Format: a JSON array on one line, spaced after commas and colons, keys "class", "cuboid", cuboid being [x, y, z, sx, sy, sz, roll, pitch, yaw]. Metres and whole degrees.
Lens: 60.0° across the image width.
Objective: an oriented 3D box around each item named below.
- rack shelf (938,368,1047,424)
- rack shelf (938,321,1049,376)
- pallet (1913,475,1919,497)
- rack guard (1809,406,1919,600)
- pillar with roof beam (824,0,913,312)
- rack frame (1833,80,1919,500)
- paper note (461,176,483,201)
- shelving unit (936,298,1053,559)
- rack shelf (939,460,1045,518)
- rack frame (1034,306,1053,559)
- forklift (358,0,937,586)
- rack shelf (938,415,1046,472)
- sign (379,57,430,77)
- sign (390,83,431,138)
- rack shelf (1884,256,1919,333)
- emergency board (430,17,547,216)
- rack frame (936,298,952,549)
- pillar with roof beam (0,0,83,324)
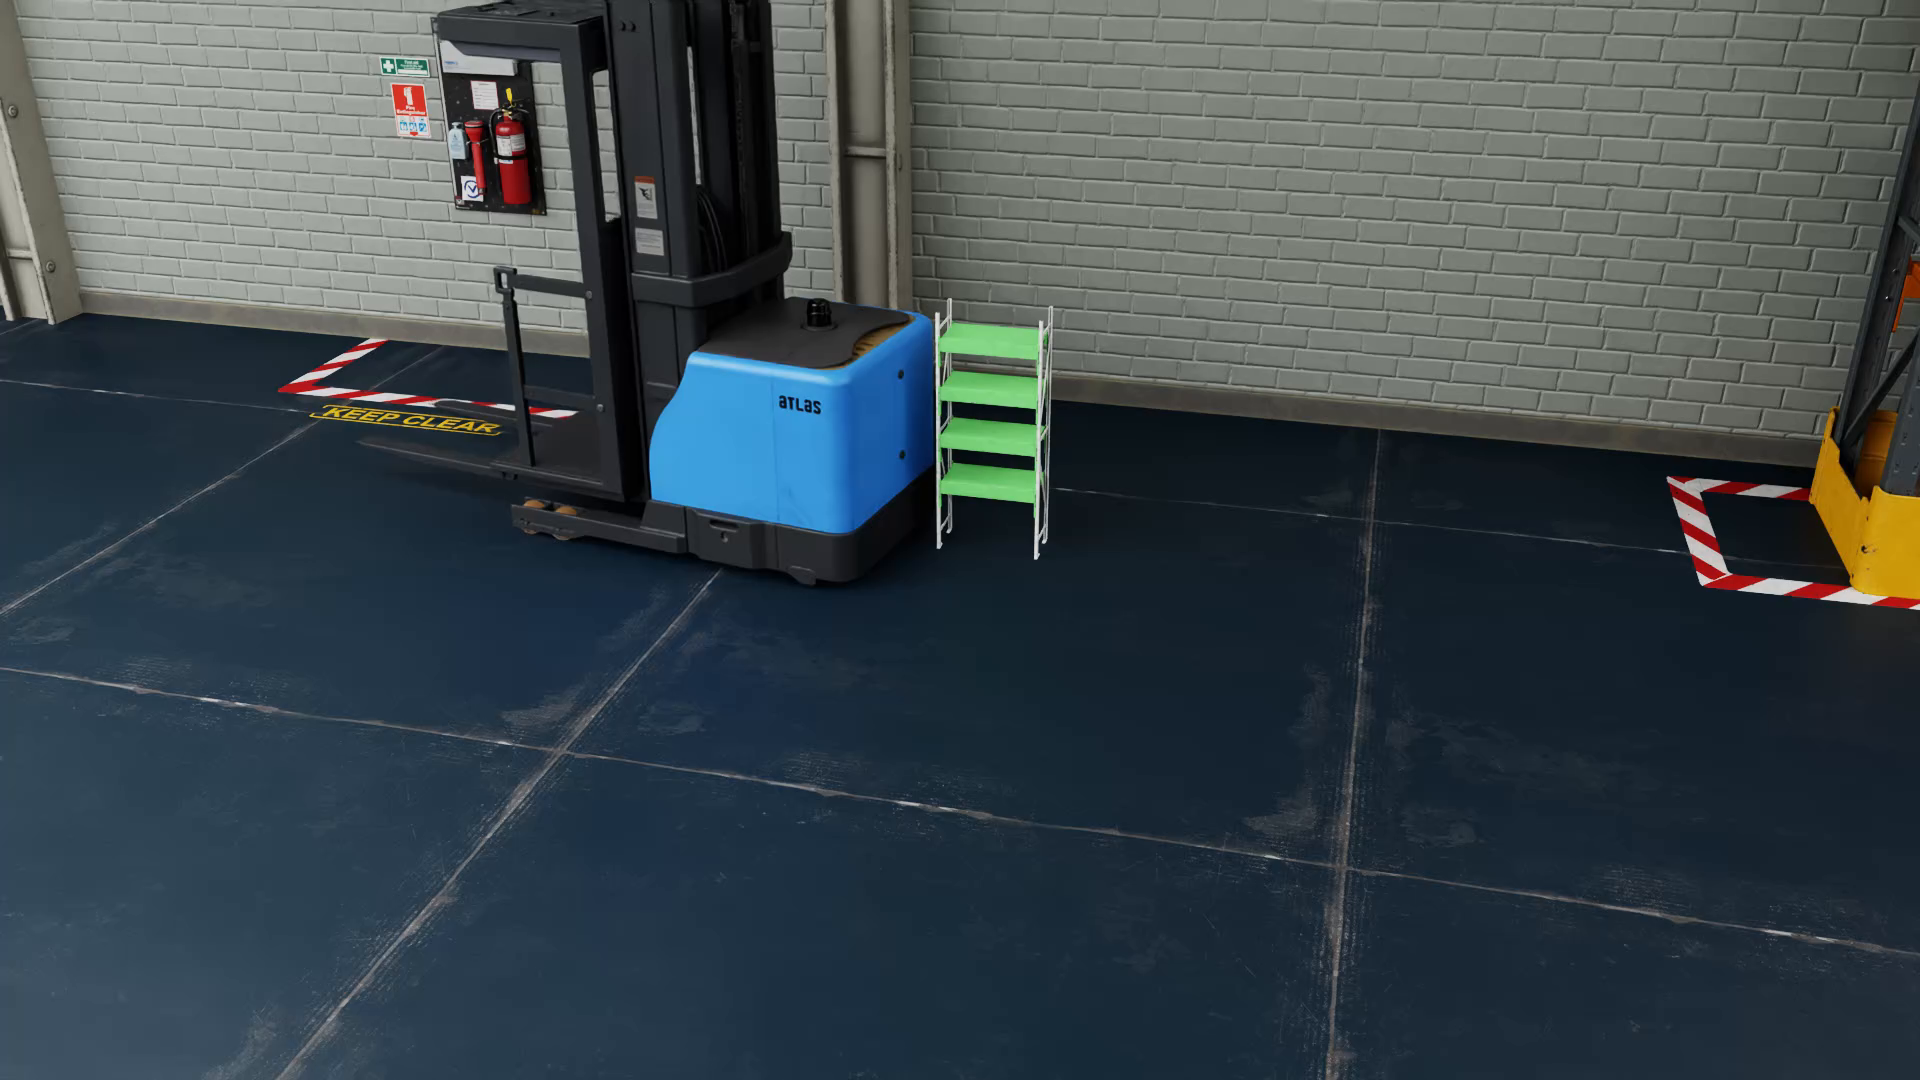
[{"class": "rack shelf", "cuboid": [0.160, -0.683, 7.879, 0.480, 0.148, 0.258, 6, 26, 13]}, {"class": "rack shelf", "cuboid": [0.160, -0.900, 7.776, 0.480, 0.148, 0.258, 6, 26, 13]}, {"class": "pallet", "cuboid": [5.254, 0.029, 7.944, 1.213, 0.211, 1.003, 6, 26, 13]}, {"class": "rack guard", "cuboid": [4.476, -0.203, 8.095, 0.348, 0.500, 1.175, 6, 26, 13]}, {"class": "pillar with roof beam", "cuboid": [-1.587, -3.184, 4.469, 0.400, 9.000, 9.100, 6, 26, 13]}, {"class": "rack frame", "cuboid": [4.403, -1.340, 7.575, 0.127, 3.000, 1.000, 6, 26, 13]}, {"class": "paper note", "cuboid": [-3.053, -2.198, 10.402, 0.142, 0.148, 0.016, 6, 26, 13]}, {"class": "shelving unit", "cuboid": [0.160, -0.524, 7.955, 0.503, 1.200, 0.258, 6, 26, 13]}, {"class": "rack shelf", "cuboid": [0.160, -0.250, 8.085, 0.480, 0.148, 0.258, 6, 26, 13]}, {"class": "rack frame", "cuboid": [0.397, -0.498, 7.900, 0.015, 1.200, 0.240, 6, 26, 13]}, {"class": "forklift", "cuboid": [-1.681, -1.515, 8.022, 3.031, 2.935, 1.130, 11, 27, 21]}, {"class": "rack shelf", "cuboid": [0.160, -0.466, 7.982, 0.480, 0.148, 0.258, 6, 26, 13]}, {"class": "sign", "cuboid": [-3.406, -2.901, 10.196, 0.331, 0.109, 0.001, 6, 26, 13]}, {"class": "sign", "cuboid": [-3.408, -2.666, 10.319, 0.234, 0.329, 0.001, 6, 26, 13]}, {"class": "rack shelf", "cuboid": [6.340, -0.801, 7.280, 4.000, 0.370, 1.077, 6, 26, 13]}, {"class": "emergency board", "cuboid": [-2.899, -2.548, 10.112, 0.643, 1.169, 0.194, 6, 26, 13]}, {"class": "rack frame", "cuboid": [-0.076, -0.550, 8.010, 0.015, 1.200, 0.240, 6, 26, 13]}, {"class": "pillar with roof beam", "cuboid": [-7.398, -3.826, 5.818, 0.400, 9.000, 9.100, 6, 26, 13]}]
